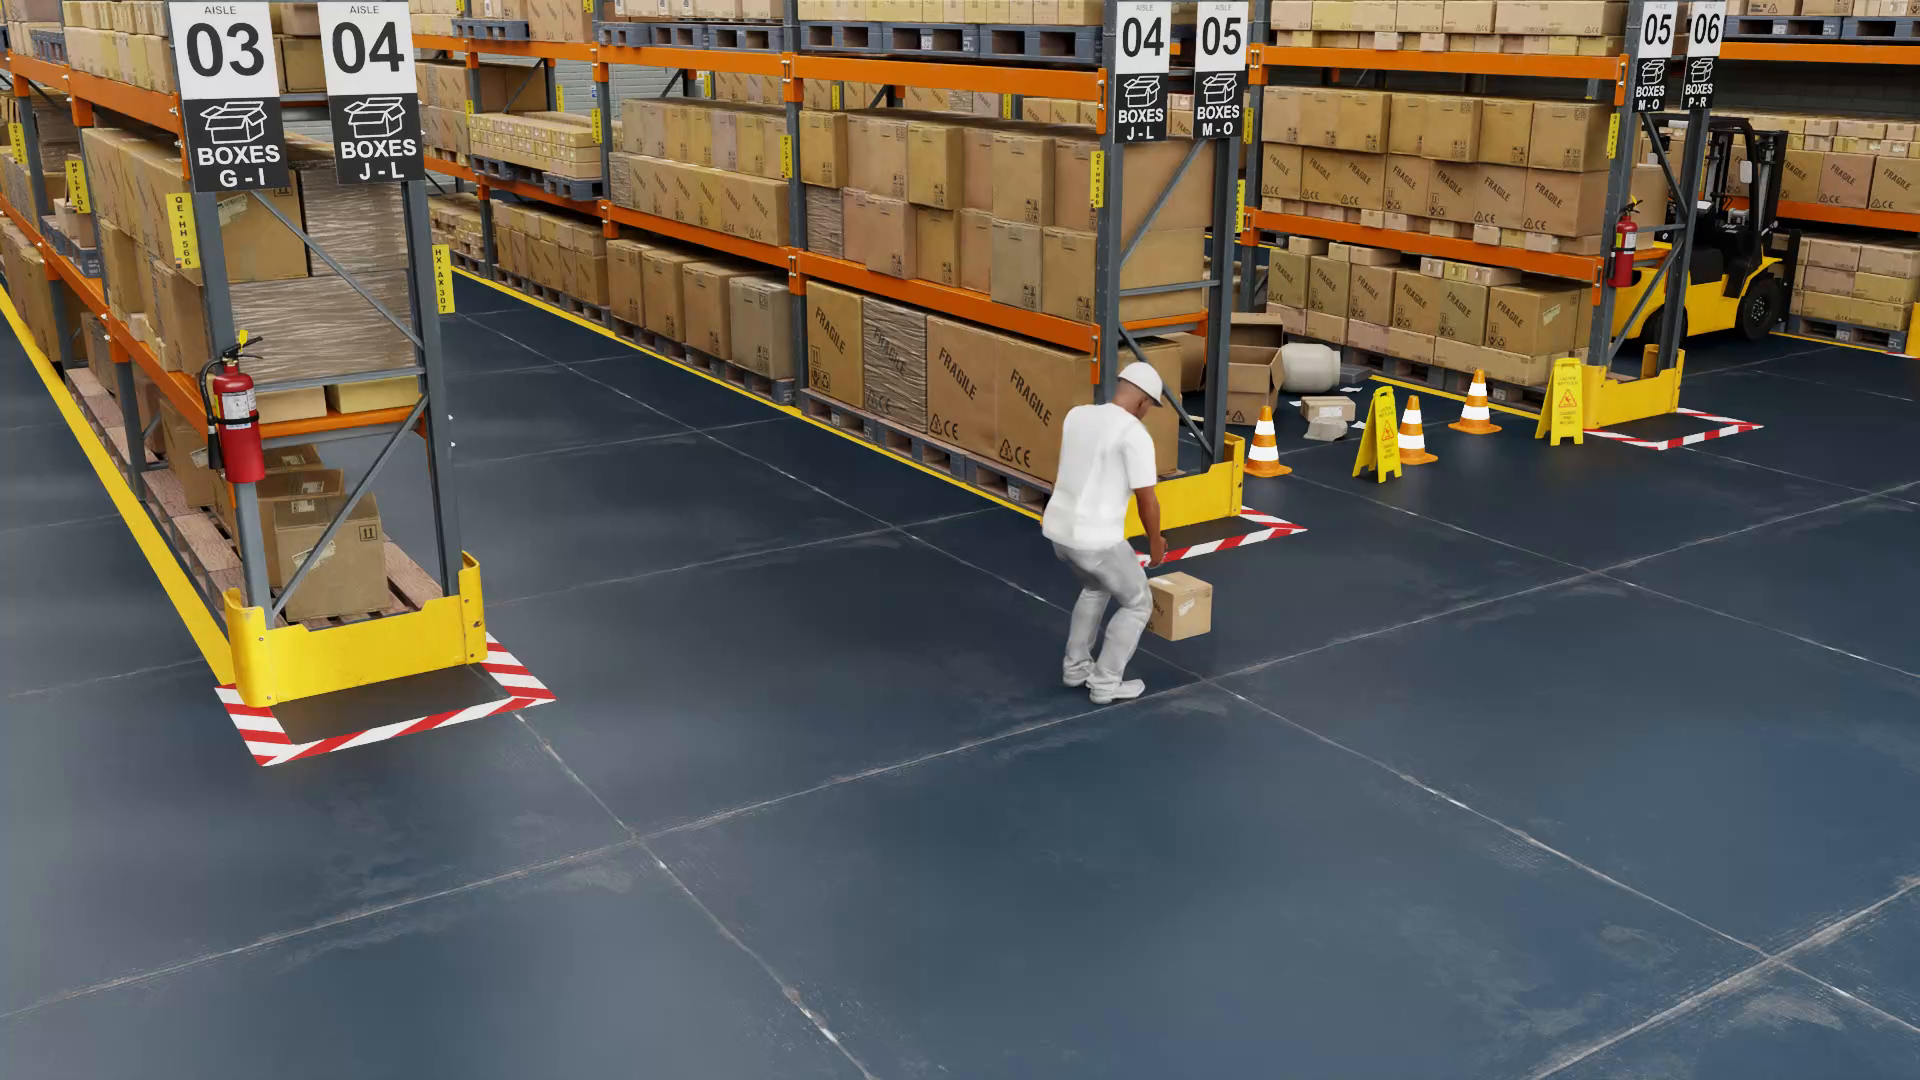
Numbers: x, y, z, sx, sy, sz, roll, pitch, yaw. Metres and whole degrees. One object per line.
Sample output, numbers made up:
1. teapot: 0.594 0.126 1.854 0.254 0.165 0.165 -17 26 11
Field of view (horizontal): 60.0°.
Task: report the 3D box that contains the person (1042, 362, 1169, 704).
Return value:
1. person: 0.693 -0.047 7.950 0.622 1.591 0.620 -11 21 -31
